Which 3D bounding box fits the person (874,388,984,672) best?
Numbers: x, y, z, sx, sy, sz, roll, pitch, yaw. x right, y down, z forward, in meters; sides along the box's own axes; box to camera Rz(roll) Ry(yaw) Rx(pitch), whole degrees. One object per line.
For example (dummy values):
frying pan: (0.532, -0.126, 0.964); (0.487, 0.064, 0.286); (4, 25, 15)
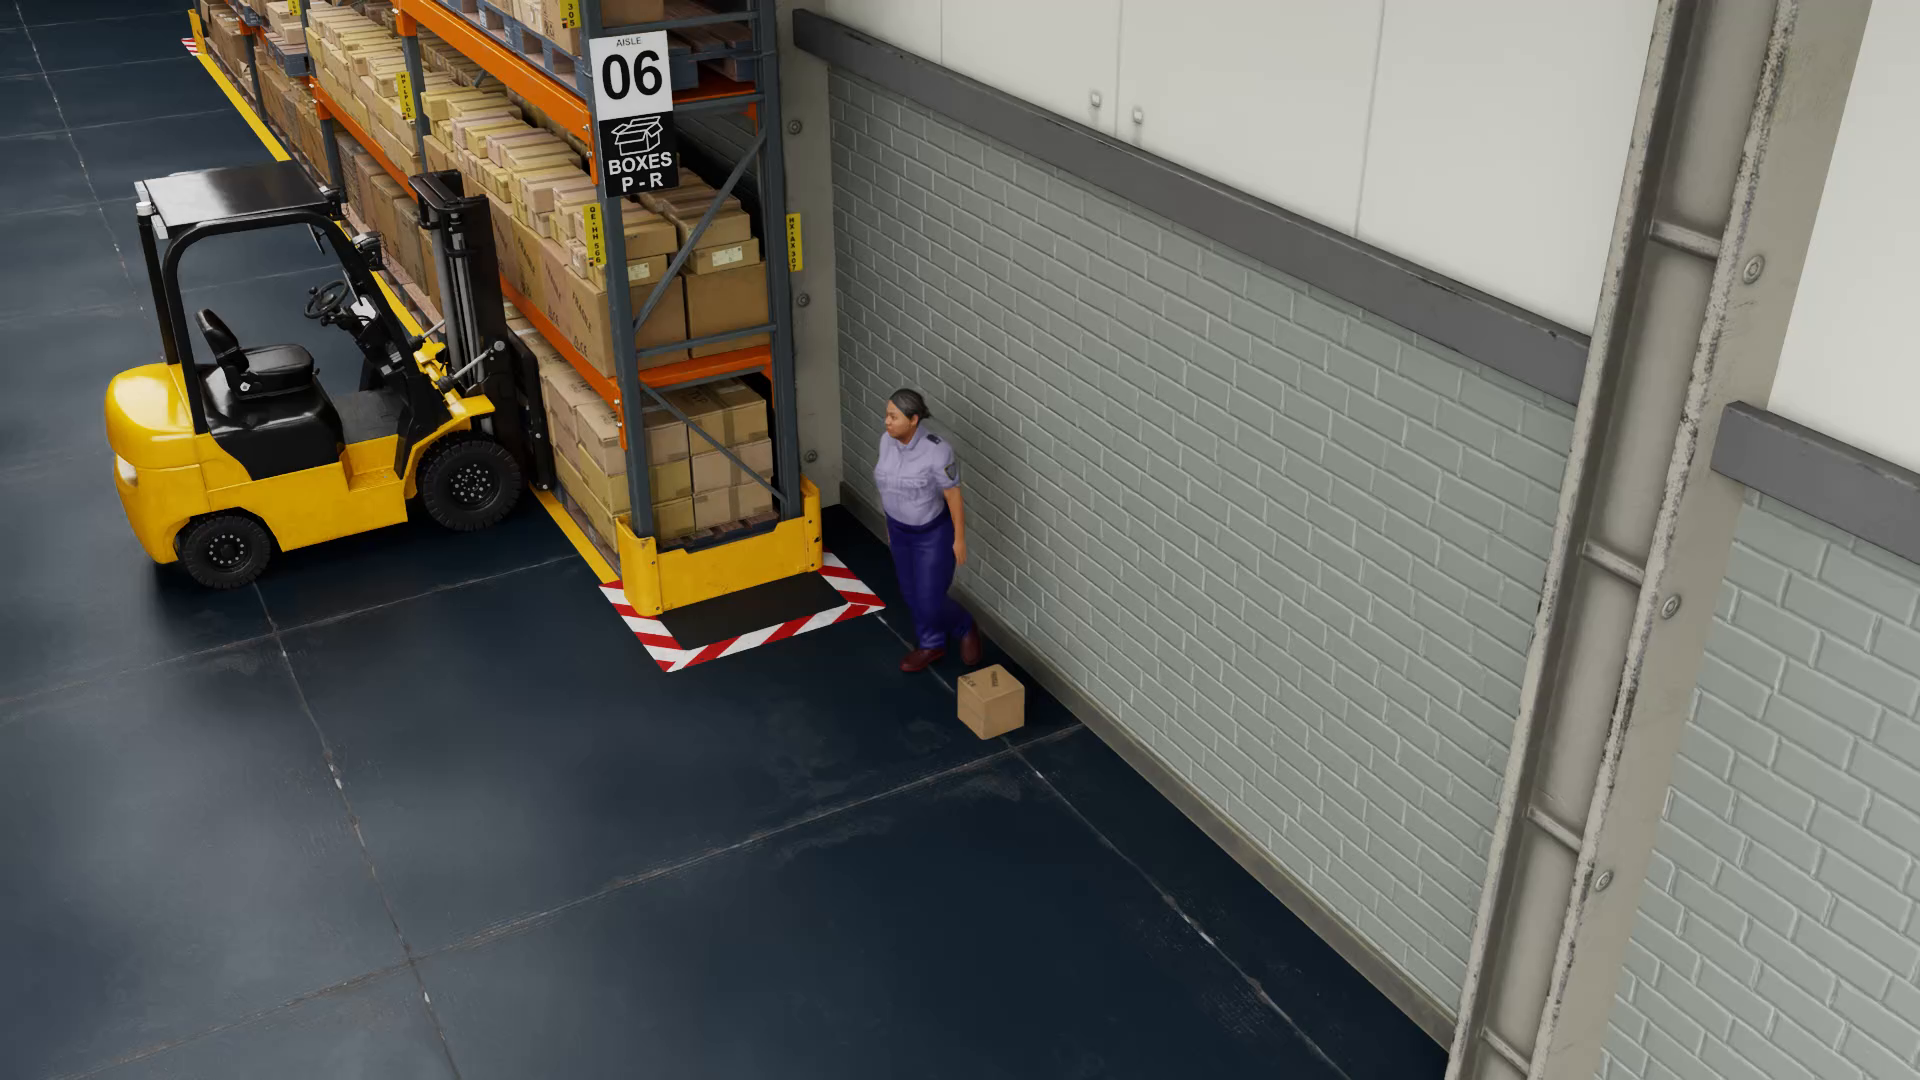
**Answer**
person: (-0.163, -0.042, 8.635); (0.557, 1.642, 0.475); (24, 37, 36)
